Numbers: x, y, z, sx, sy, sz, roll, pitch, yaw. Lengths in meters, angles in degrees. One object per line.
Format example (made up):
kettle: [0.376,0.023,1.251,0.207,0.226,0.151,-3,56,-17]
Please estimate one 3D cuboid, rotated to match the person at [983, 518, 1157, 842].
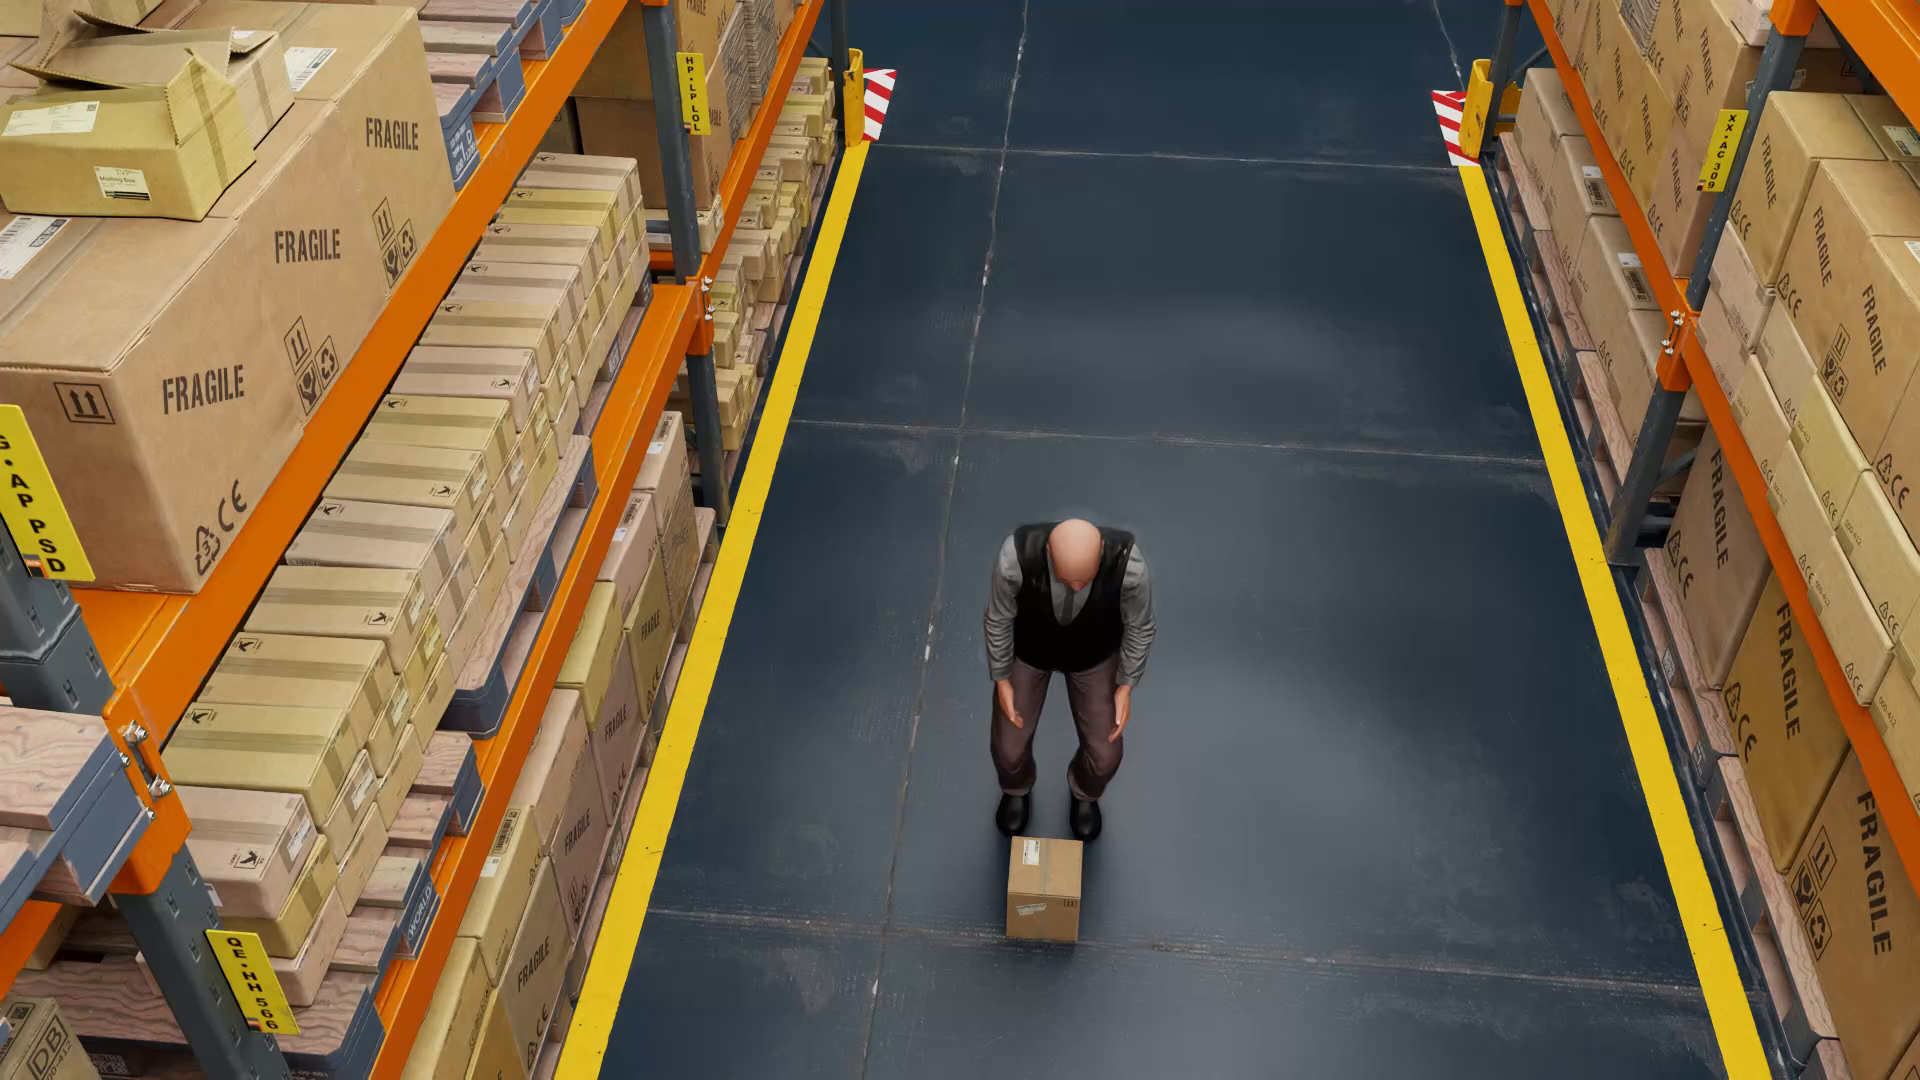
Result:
person: [0.374,0.432,5.791,0.583,1.560,0.579,4,40,4]
